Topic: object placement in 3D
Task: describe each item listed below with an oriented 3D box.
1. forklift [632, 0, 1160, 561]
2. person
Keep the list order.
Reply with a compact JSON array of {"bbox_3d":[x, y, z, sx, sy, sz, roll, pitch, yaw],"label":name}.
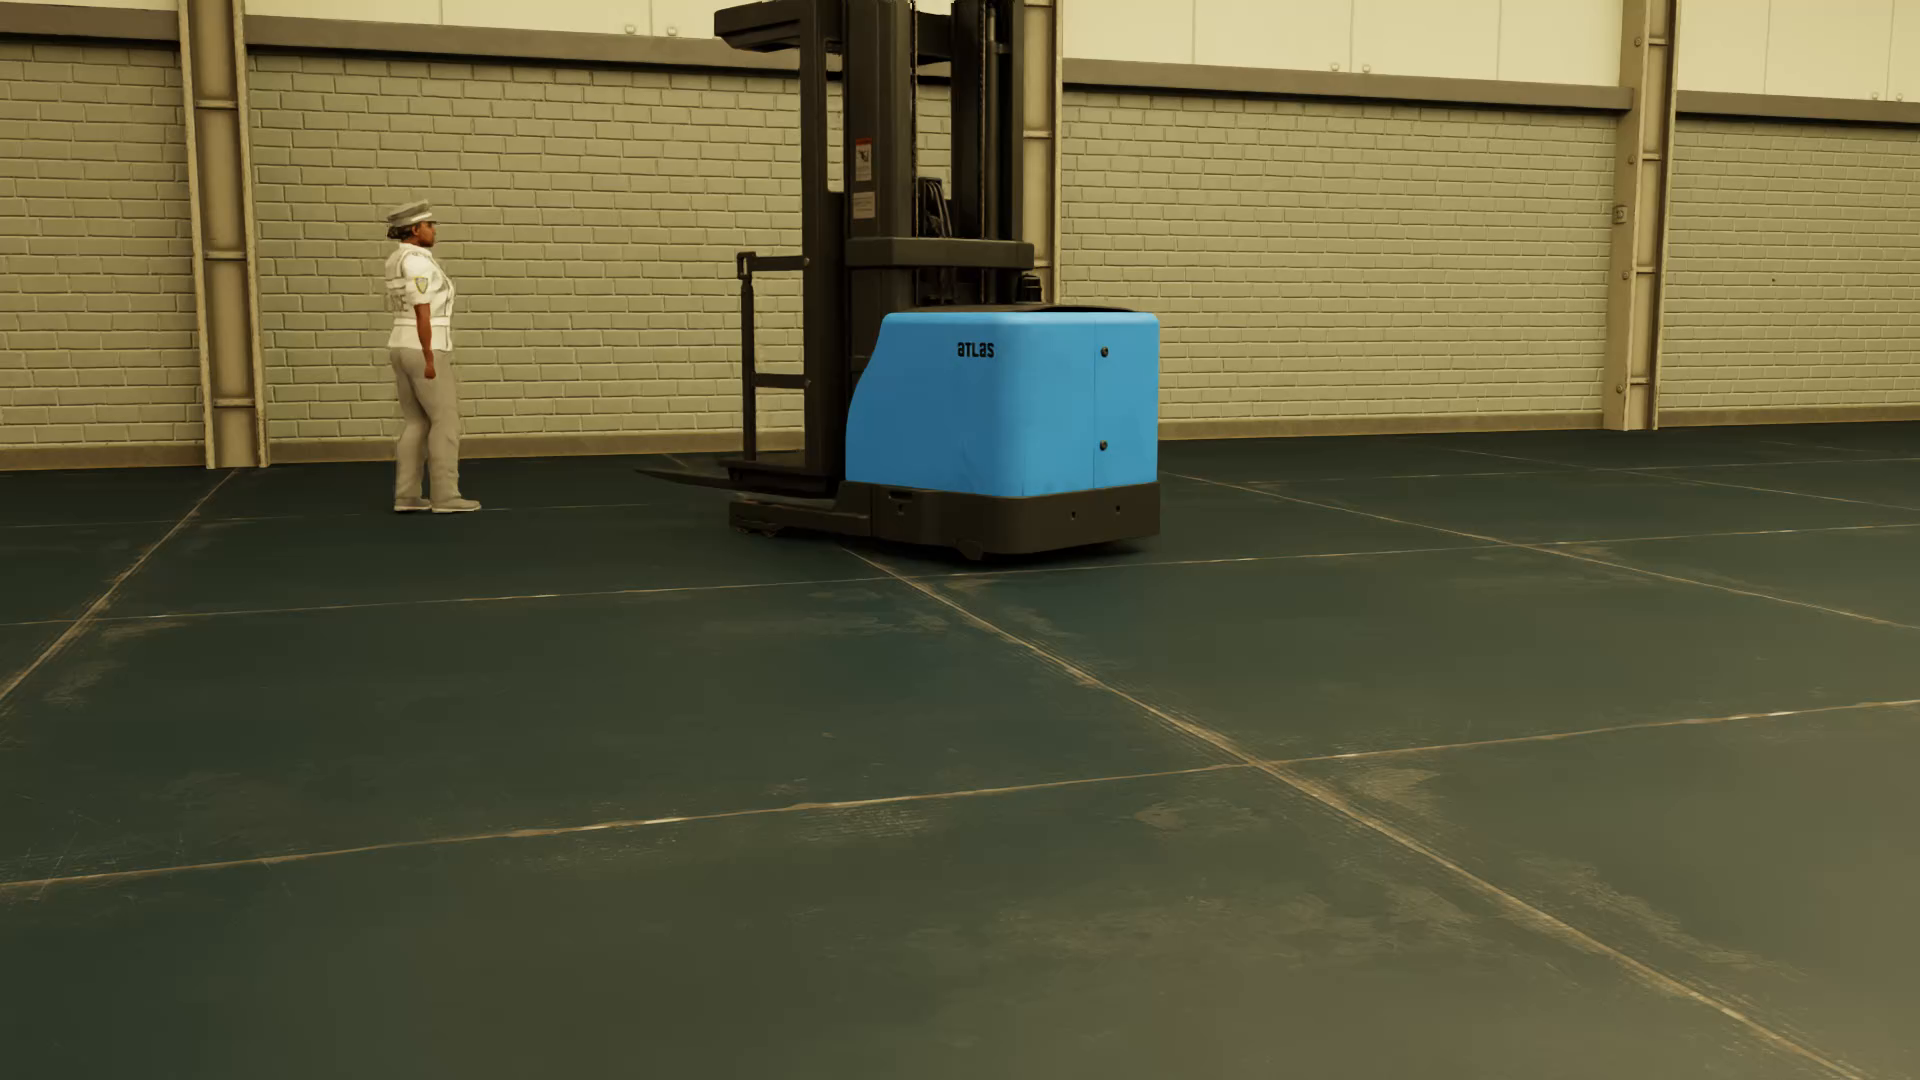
[{"bbox_3d":[-0.489,-1.507,8.131,3.031,2.935,1.130,8,11,44],"label":"forklift"},{"bbox_3d":[-2.870,-0.987,8.993,0.442,1.682,0.458,-5,9,-35],"label":"person"}]
